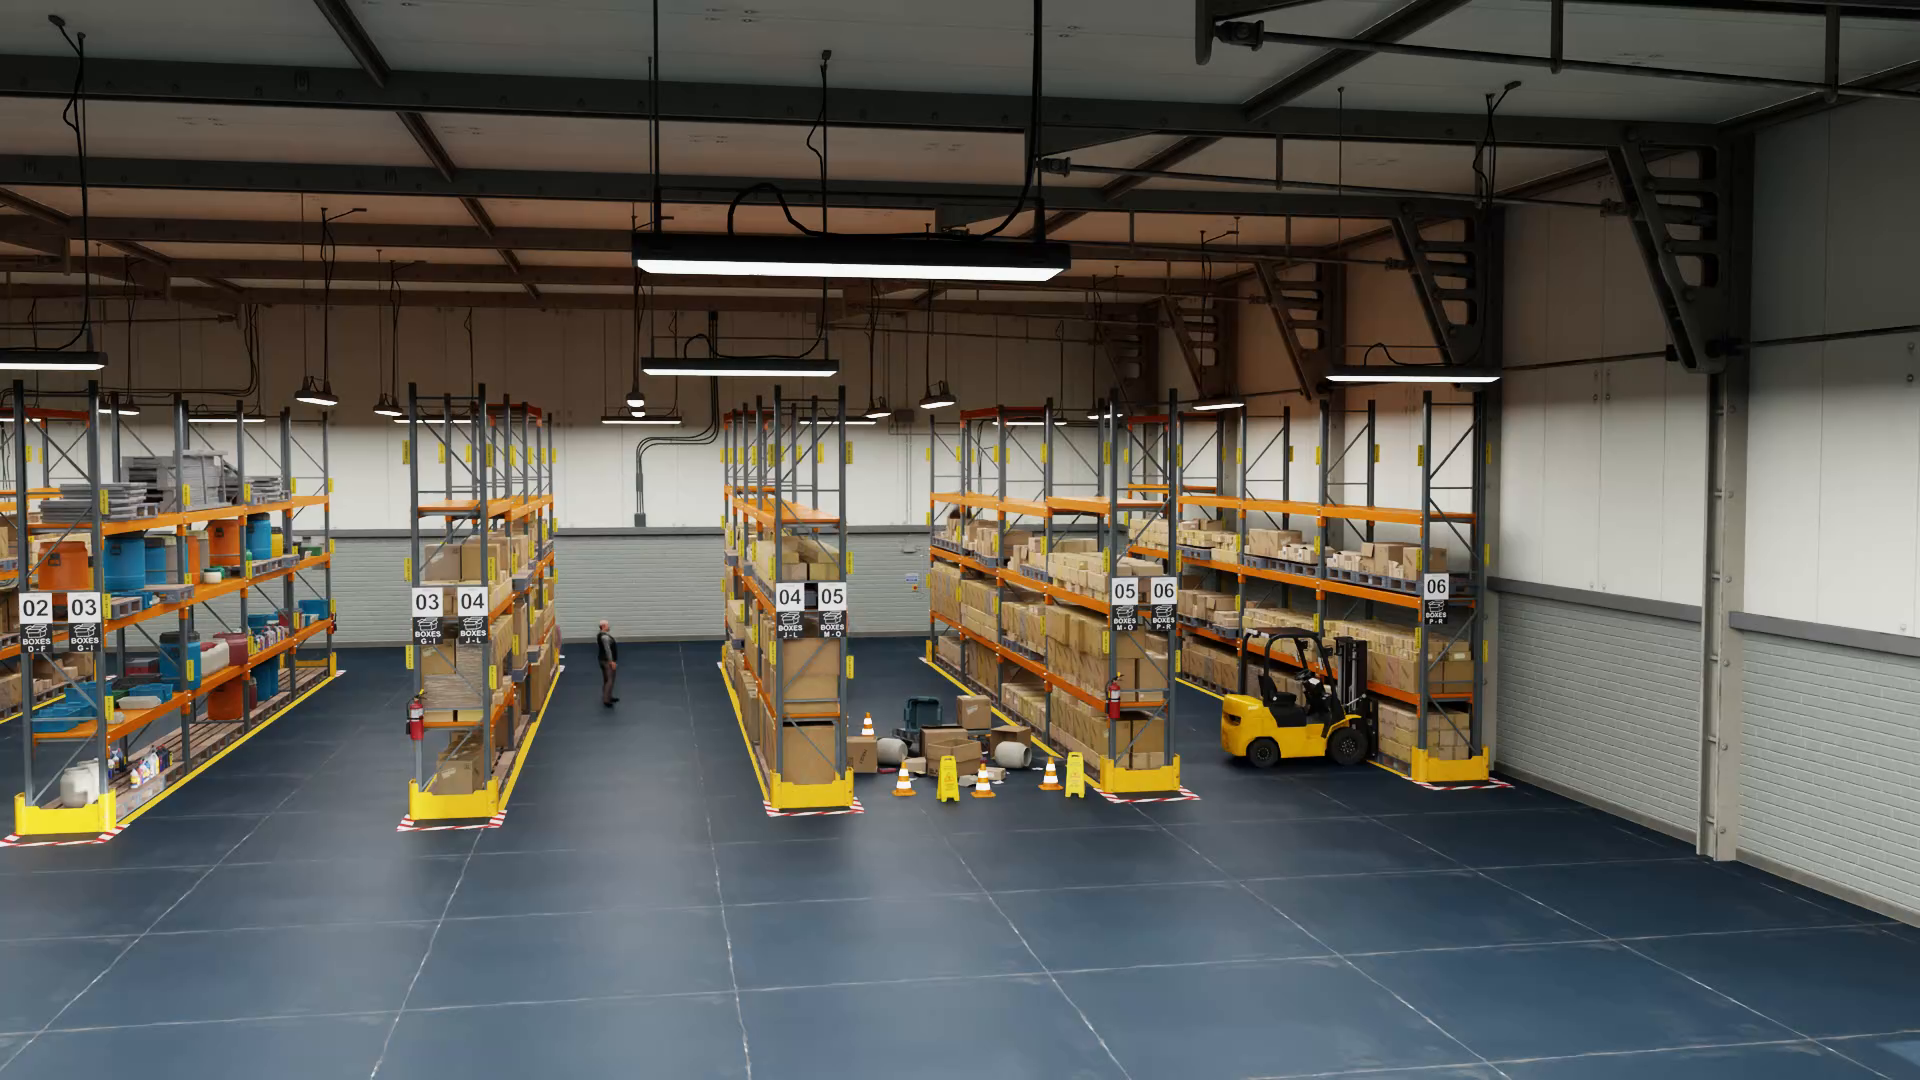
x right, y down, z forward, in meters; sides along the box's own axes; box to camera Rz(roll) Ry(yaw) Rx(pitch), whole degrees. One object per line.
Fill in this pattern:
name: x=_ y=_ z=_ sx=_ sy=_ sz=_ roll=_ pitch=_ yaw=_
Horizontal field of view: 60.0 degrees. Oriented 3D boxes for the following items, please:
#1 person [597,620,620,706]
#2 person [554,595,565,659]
person: x=-7.045 y=2.432 z=33.471 sx=0.570 sy=1.660 sz=0.554 roll=-2 pitch=4 yaw=-40
person: x=-10.057 y=2.100 z=40.817 sx=0.666 sy=1.645 sz=0.473 roll=0 pitch=3 yaw=8
